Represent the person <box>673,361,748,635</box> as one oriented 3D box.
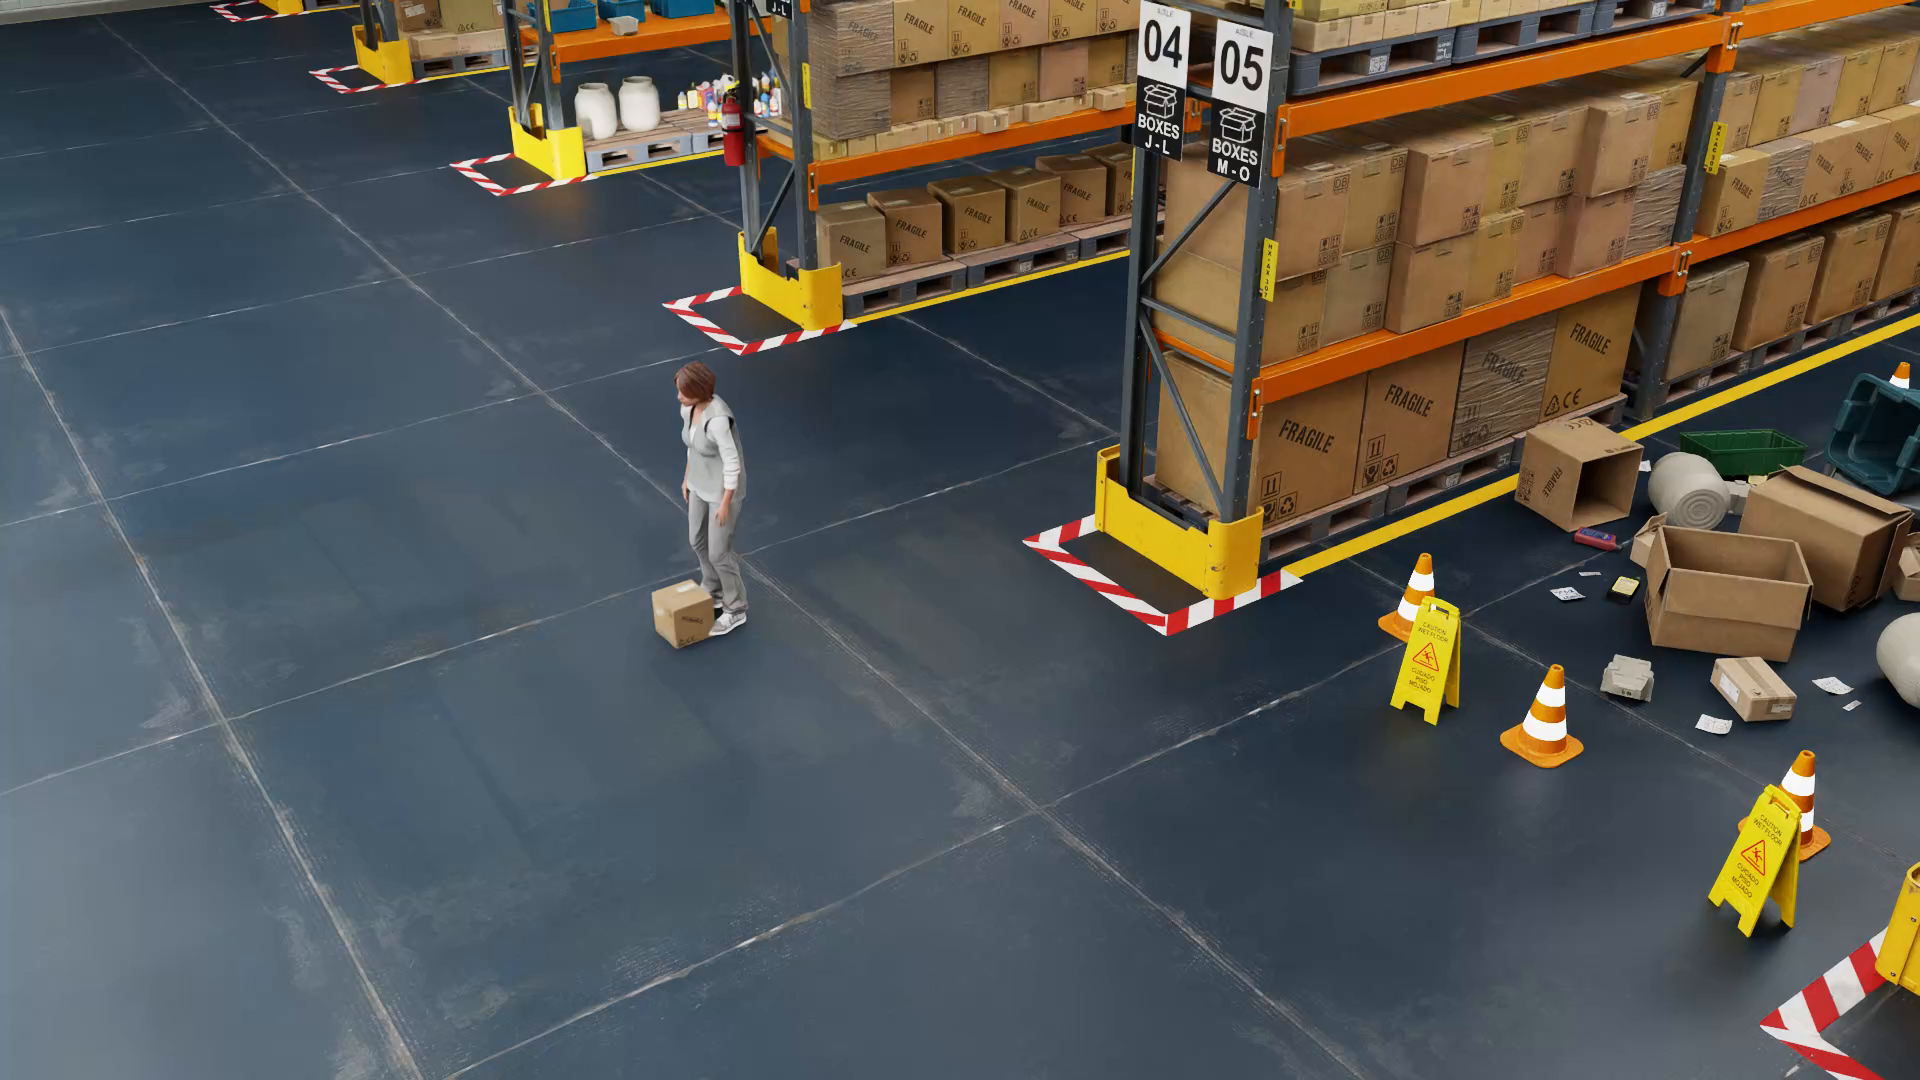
[{"bbox_3d":[-1.352,-0.248,9.084,0.339,1.593,0.462,-20,35,-32],"label":"person"}]
